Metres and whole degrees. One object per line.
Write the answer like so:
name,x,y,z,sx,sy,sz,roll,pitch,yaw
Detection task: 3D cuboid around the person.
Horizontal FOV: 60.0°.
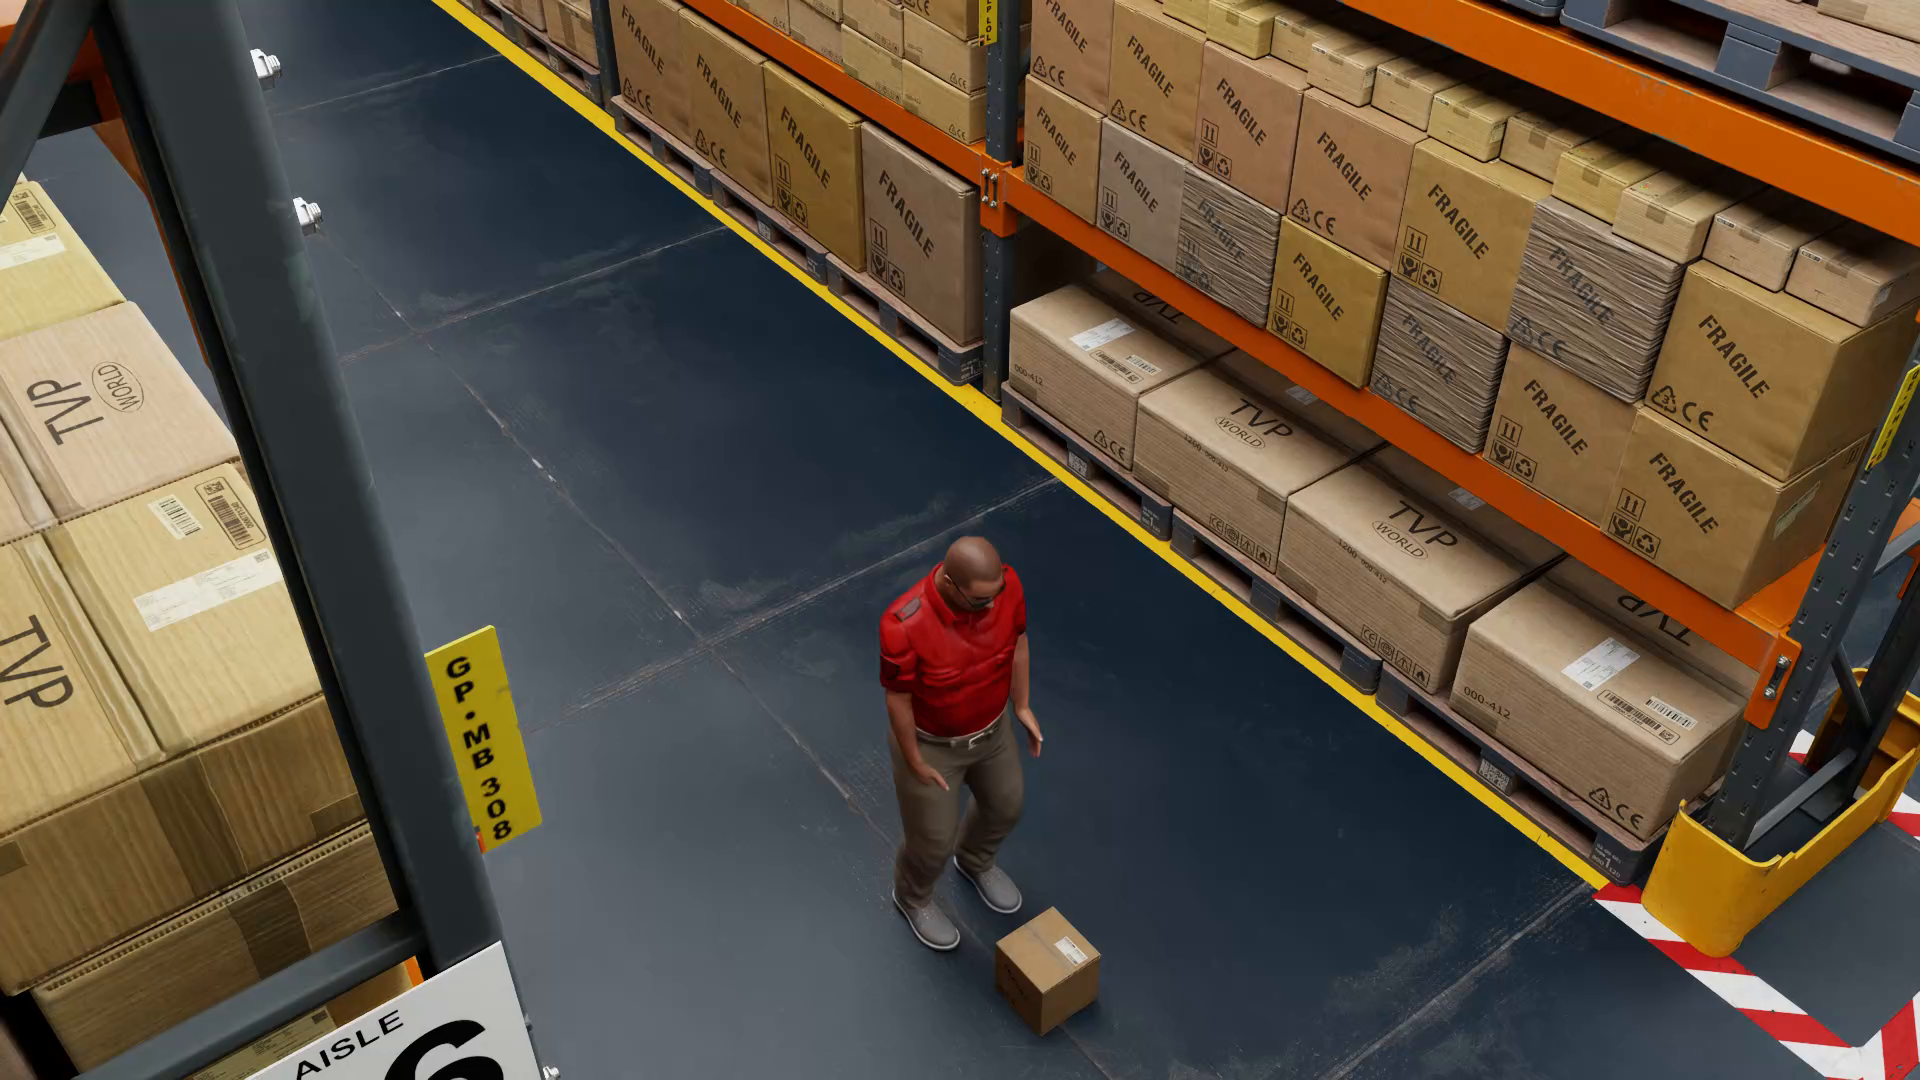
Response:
person,0.001,0.630,5.448,0.544,1.705,0.376,-25,46,-27
